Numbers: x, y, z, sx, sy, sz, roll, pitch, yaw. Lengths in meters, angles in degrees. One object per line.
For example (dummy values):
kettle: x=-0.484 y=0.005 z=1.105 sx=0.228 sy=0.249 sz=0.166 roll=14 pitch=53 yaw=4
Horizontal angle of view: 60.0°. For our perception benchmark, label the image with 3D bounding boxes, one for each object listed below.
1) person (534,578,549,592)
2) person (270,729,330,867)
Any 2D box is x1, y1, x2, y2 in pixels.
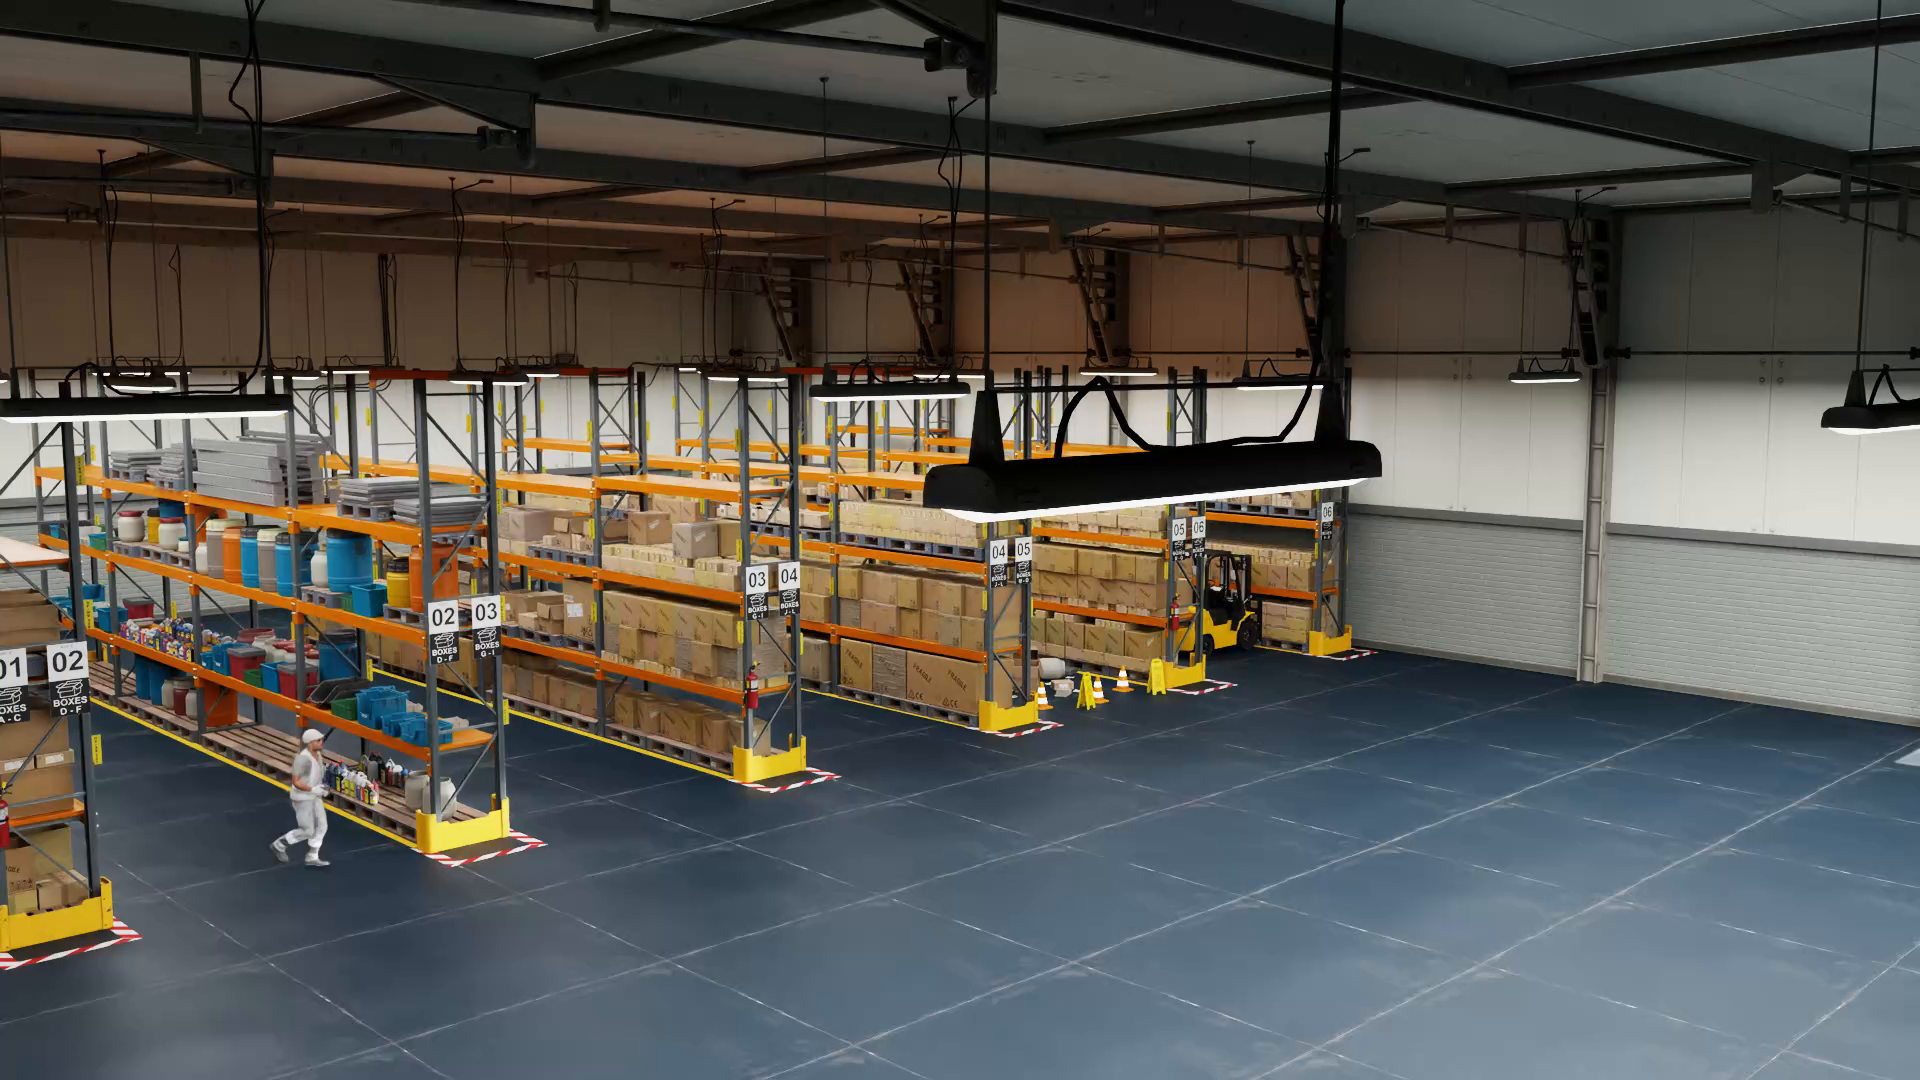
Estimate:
person: x=-10.327 y=0.899 z=40.958 sx=0.606 sy=1.663 sz=0.943 roll=5 pitch=8 yaw=35
person: x=-8.097 y=3.178 z=20.450 sx=0.791 sy=1.737 sz=0.650 roll=0 pitch=6 yaw=4
